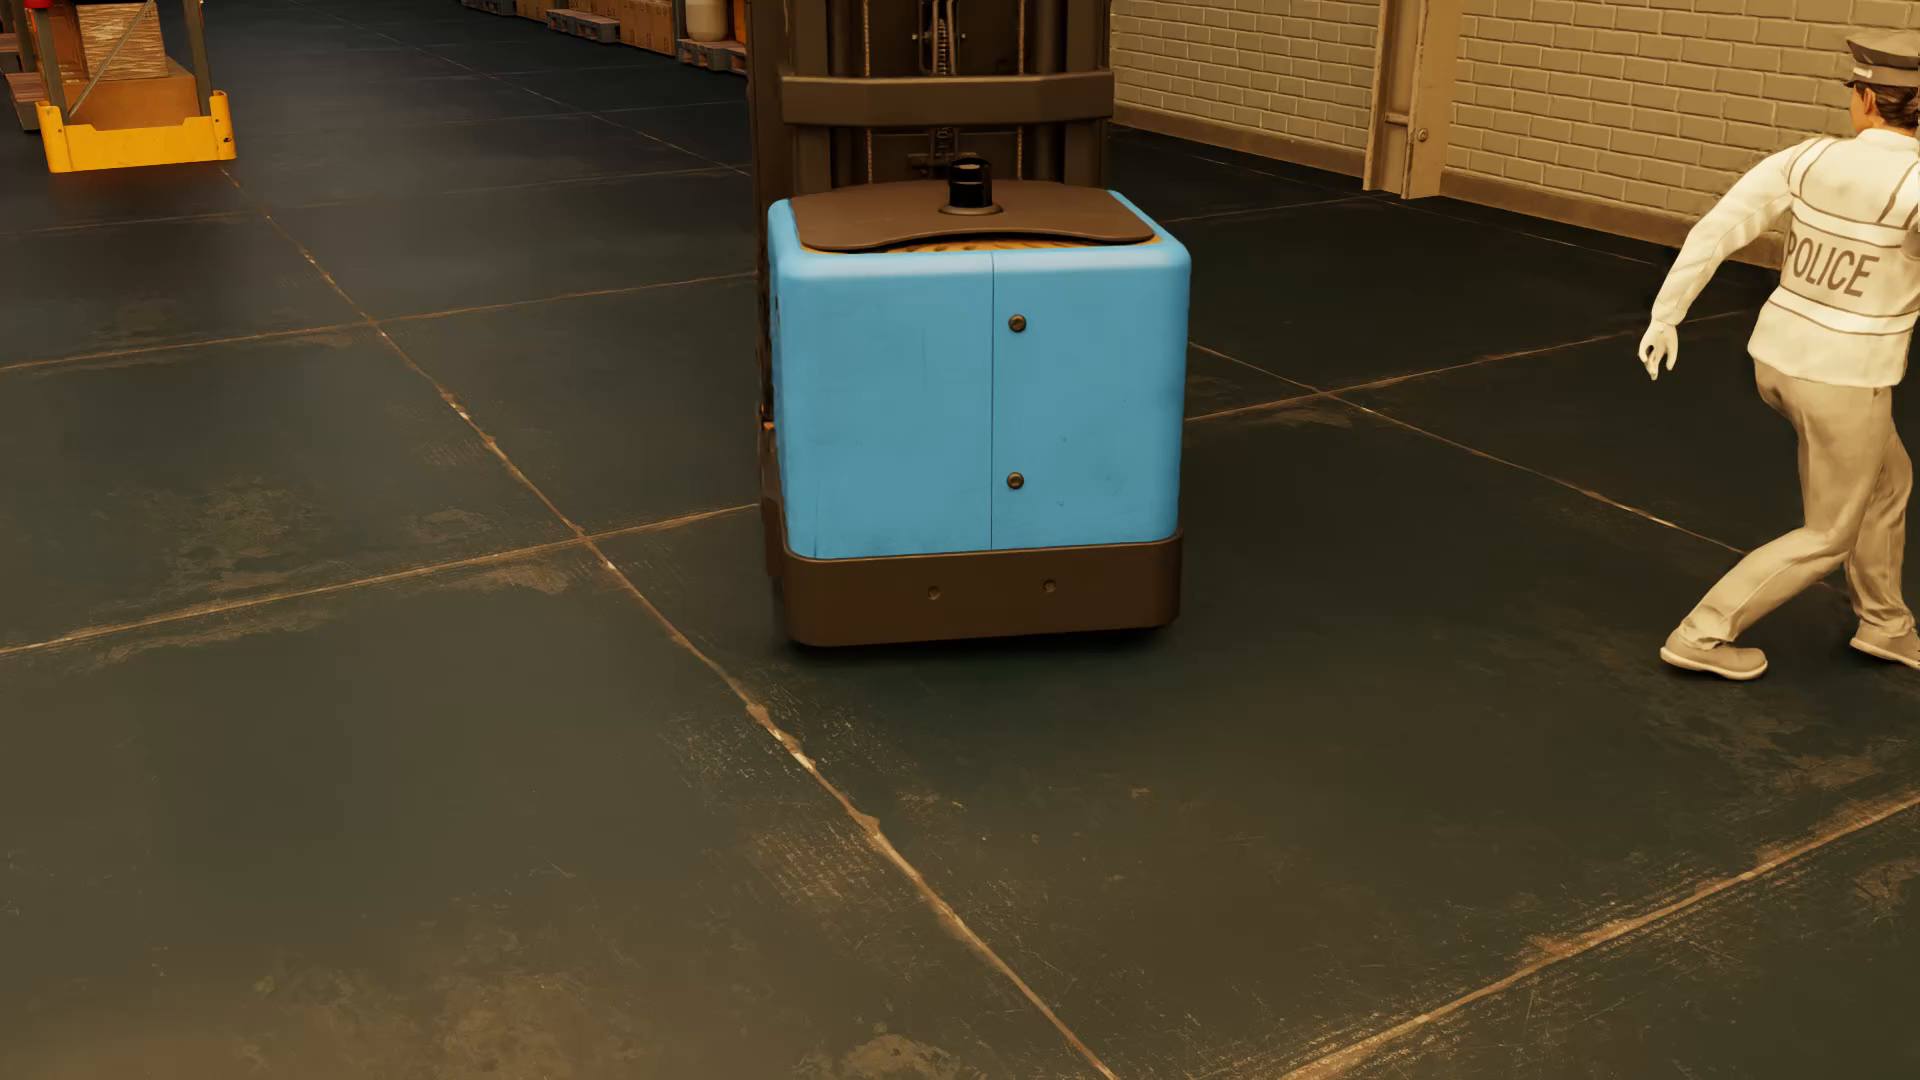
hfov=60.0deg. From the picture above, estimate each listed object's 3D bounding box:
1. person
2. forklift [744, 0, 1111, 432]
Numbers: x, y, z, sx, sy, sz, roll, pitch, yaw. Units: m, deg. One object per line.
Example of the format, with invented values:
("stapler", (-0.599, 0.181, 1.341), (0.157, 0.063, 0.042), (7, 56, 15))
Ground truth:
("person", (2.153, -0.396, 4.048), (0.889, 1.620, 0.513), (-3, 22, -7))
("forklift", (-0.126, -1.606, 5.186), (1.121, 2.935, 3.031), (-3, 23, -7))
